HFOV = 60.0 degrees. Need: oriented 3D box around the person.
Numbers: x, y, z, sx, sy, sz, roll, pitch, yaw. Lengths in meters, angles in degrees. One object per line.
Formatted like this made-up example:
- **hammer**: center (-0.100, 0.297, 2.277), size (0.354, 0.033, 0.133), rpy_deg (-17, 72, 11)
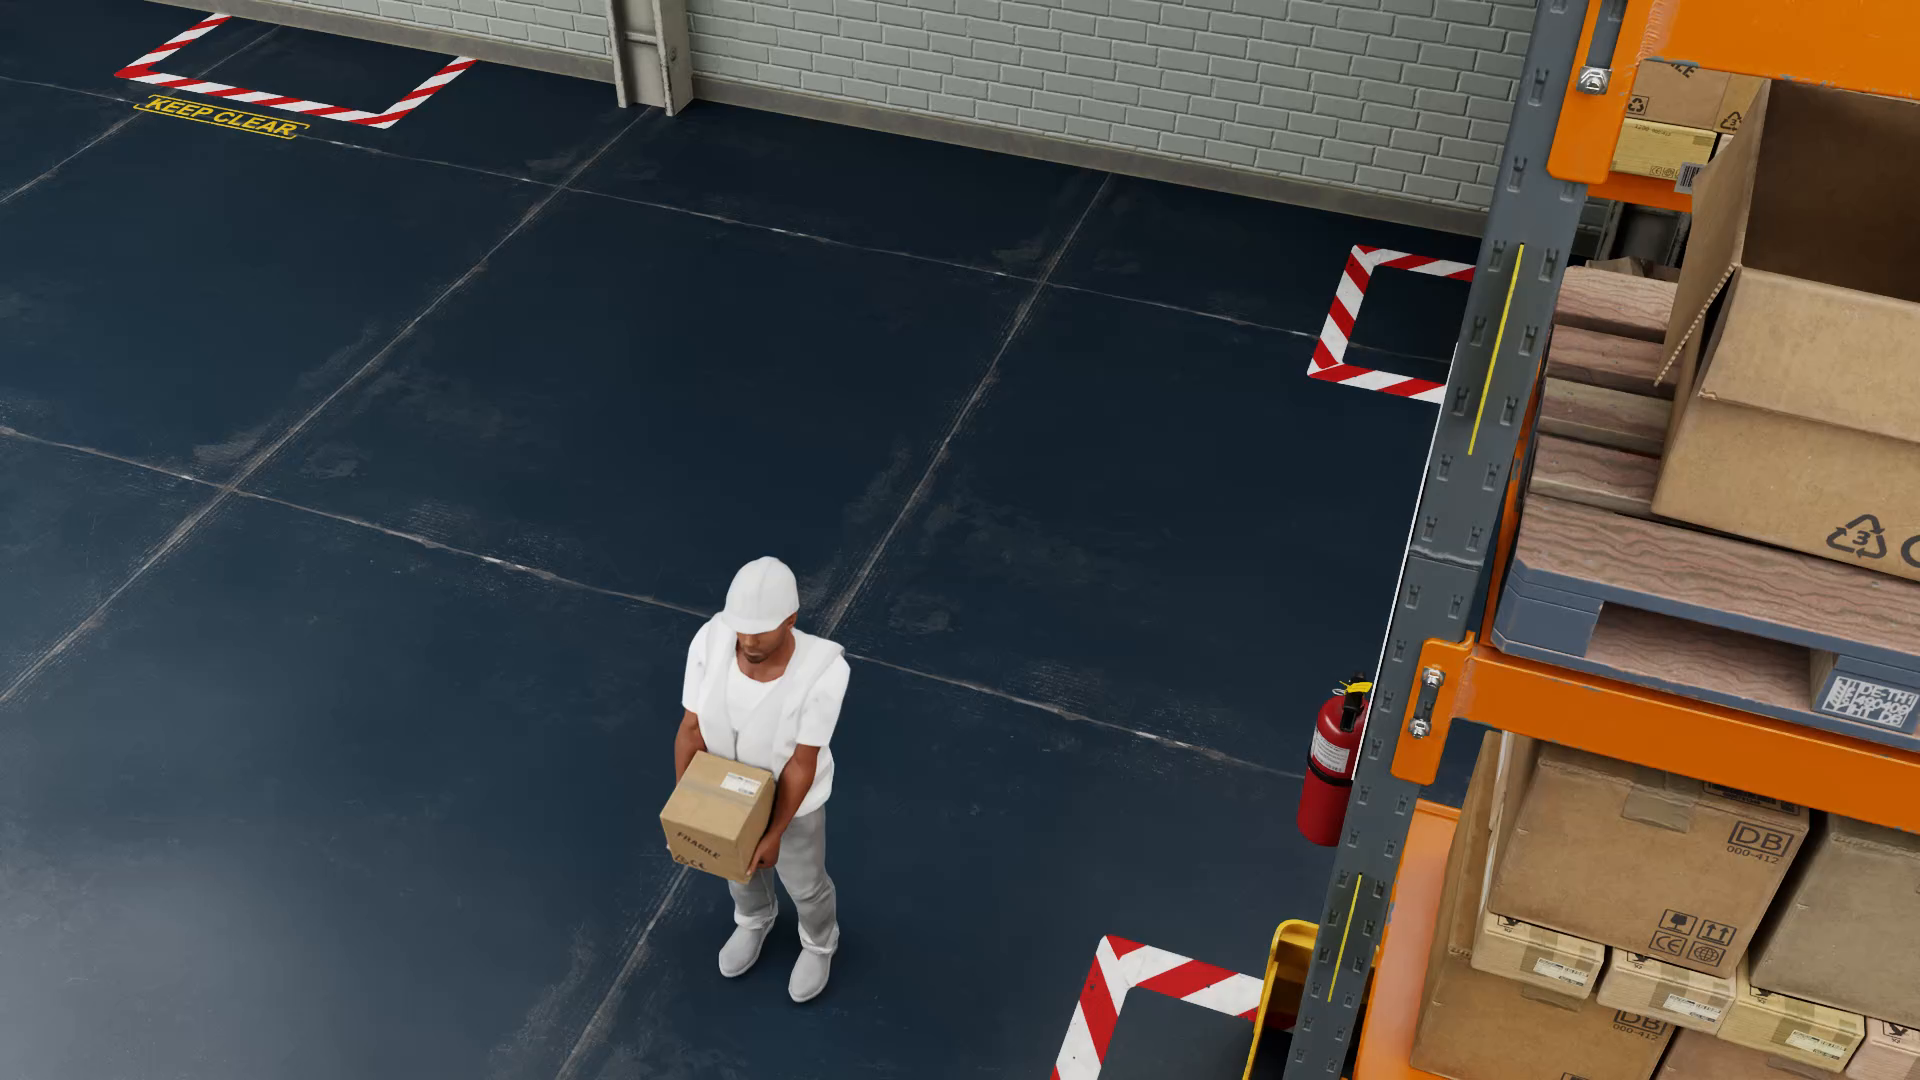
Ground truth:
- **person**: center (-0.631, 0.835, 5.193), size (0.504, 1.760, 0.583), rpy_deg (14, 43, 16)
